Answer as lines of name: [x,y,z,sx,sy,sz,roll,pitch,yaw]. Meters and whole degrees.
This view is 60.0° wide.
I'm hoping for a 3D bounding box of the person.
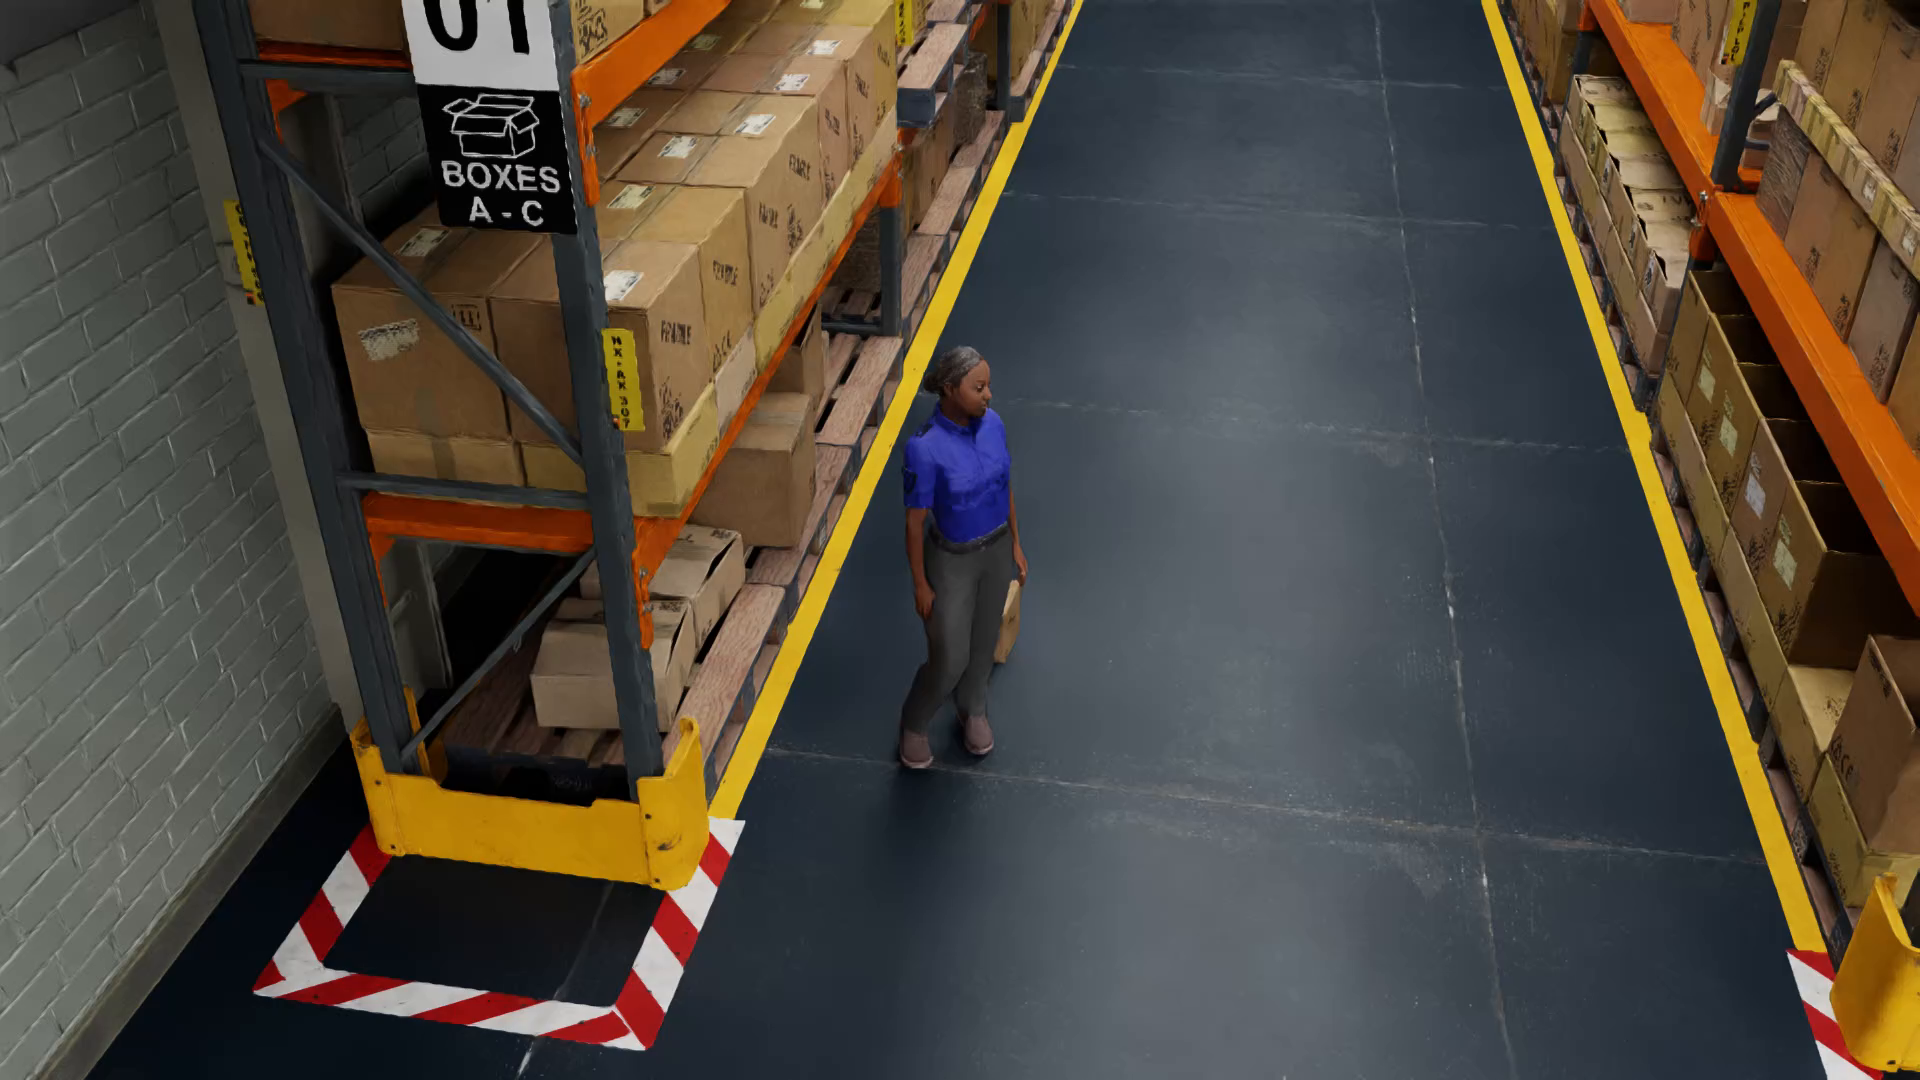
person: [-0.010,0.089,5.995,0.554,1.643,0.353,-25,40,-34]
